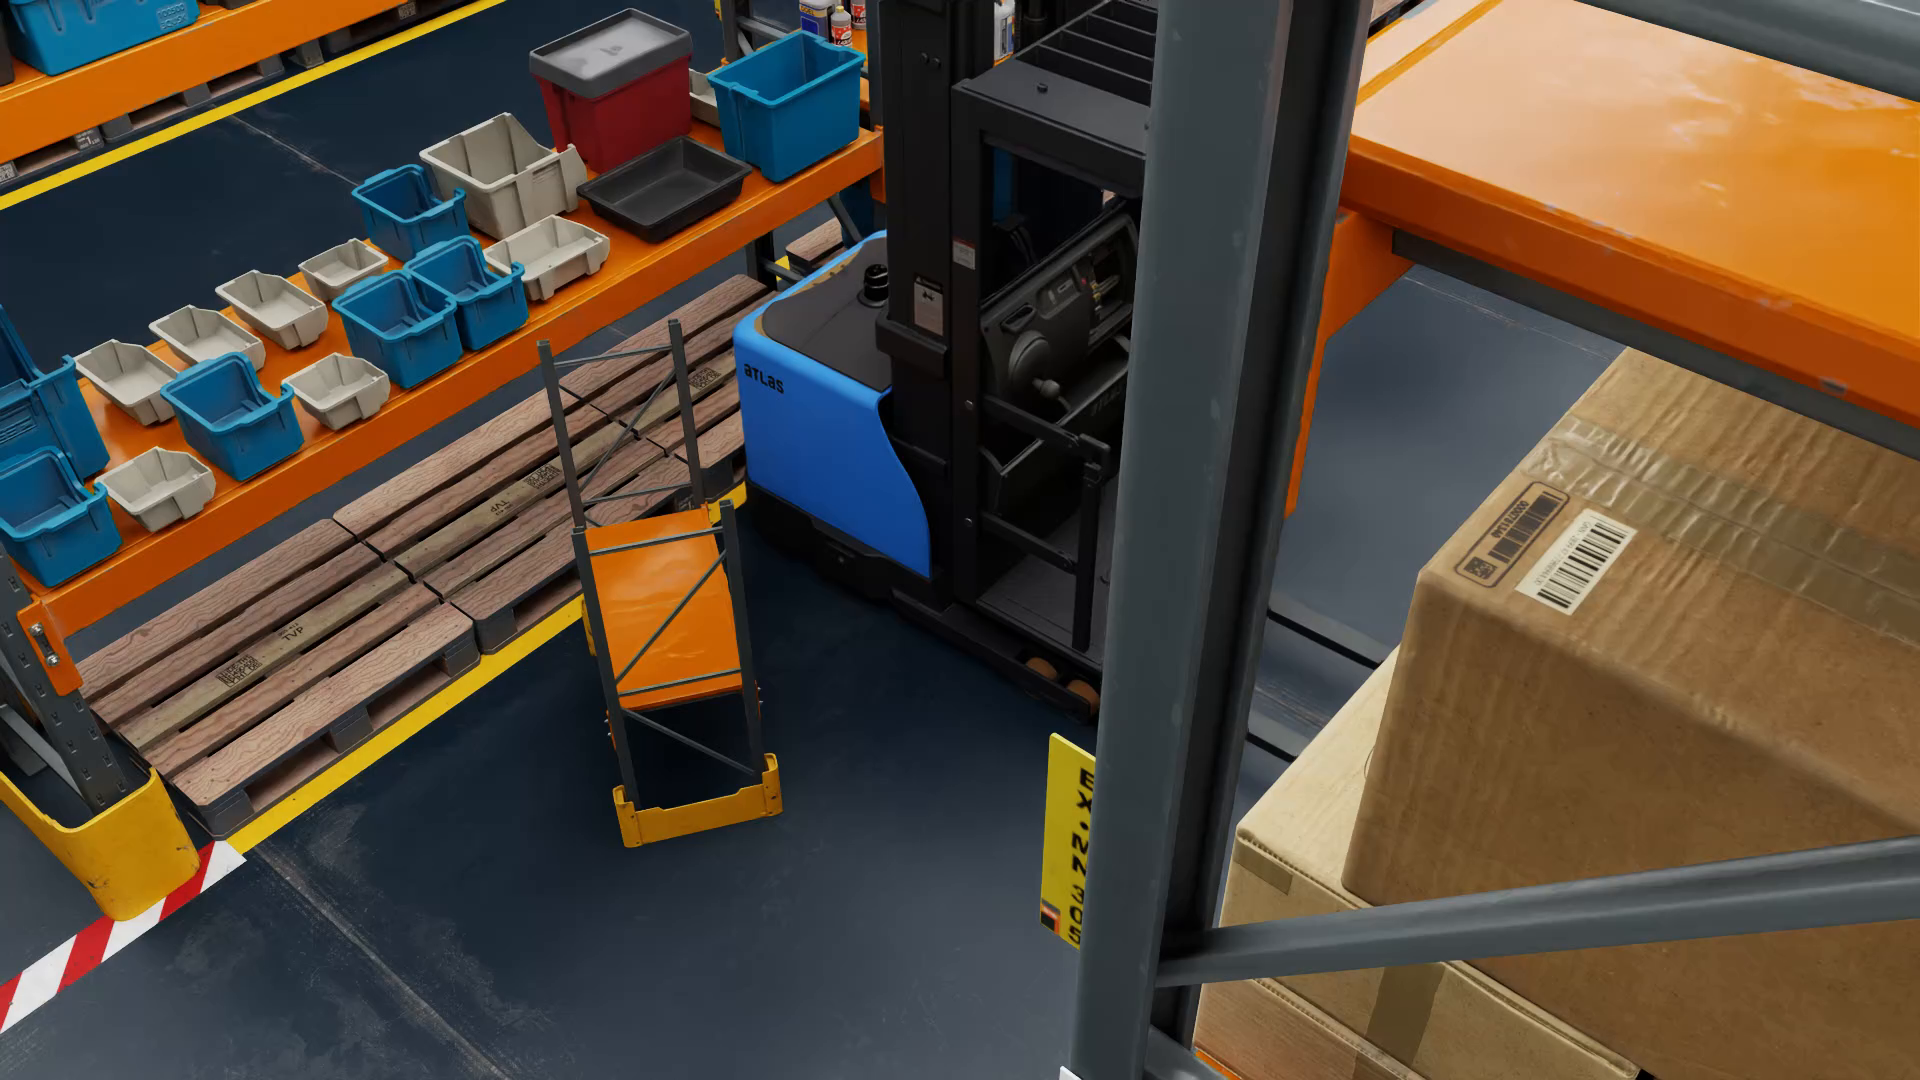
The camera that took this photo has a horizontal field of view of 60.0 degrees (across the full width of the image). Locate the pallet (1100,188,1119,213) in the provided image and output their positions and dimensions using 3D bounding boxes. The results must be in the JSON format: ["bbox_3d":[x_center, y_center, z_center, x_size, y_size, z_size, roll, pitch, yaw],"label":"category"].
[{"bbox_3d":[0.641,-2.160,9.469,1.003,0.211,1.213,29,50,28],"label":"pallet"}]

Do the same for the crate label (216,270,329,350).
[{"bbox_3d":[-2.502,-0.842,6.098,0.396,0.136,0.243,29,50,28],"label":"crate label"}]

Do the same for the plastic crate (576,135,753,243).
[{"bbox_3d":[-1.187,-1.410,6.731,0.437,0.125,0.590,29,50,28],"label":"plastic crate"}]

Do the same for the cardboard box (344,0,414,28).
[{"bbox_3d":[-4.067,-4.034,10.724,1.225,0.875,0.875,30,50,29],"label":"cardboard box"}]

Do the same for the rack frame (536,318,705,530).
[{"bbox_3d":[-1.228,-0.174,6.327,0.500,1.500,0.032,-11,43,-12],"label":"rack frame"}]

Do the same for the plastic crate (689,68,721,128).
[{"bbox_3d":[-1.081,-1.929,7.293,0.396,0.136,0.243,29,50,28],"label":"plastic crate"}]

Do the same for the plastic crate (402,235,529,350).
[{"bbox_3d":[-1.795,-0.900,6.090,0.416,0.233,0.300,29,50,28],"label":"plastic crate"}]

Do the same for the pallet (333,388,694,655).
[{"bbox_3d":[-1.901,-0.124,7.229,1.003,0.211,1.213,29,50,28],"label":"pallet"}]

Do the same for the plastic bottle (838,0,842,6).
[{"bbox_3d":[-0.612,-2.523,7.943,0.097,0.201,0.097,0,42,0],"label":"plastic bottle"}]

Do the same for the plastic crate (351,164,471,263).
[{"bbox_3d":[-2.121,-1.251,6.476,0.416,0.233,0.300,29,50,28],"label":"plastic crate"}]

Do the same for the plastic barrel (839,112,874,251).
[{"bbox_3d":[-0.309,-1.834,8.285,0.600,0.901,0.708,29,50,28],"label":"plastic barrel"}]

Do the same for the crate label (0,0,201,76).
[{"bbox_3d":[-2.406,-1.512,4.564,0.408,0.251,0.502,29,50,28],"label":"crate label"}]

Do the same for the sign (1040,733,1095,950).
[{"bbox_3d":[0.130,0.336,1.763,0.100,0.325,0.005,29,50,28],"label":"sign"}]

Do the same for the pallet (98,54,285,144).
[{"bbox_3d":[-5.013,-2.937,10.323,1.003,0.211,1.213,29,50,28],"label":"pallet"}]

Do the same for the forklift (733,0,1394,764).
[{"bbox_3d":[0.550,-0.782,5.932,3.031,2.935,1.130,28,49,27],"label":"forklift"}]

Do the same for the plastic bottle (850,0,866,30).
[{"bbox_3d":[-0.480,-2.565,7.989,0.097,0.201,0.097,0,42,0],"label":"plastic bottle"}]

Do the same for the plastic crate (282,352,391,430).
[{"bbox_3d":[-2.129,-0.510,5.733,0.250,0.136,0.298,29,50,28],"label":"plastic crate"}]

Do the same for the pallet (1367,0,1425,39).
[{"bbox_3d":[2.430,-3.592,11.043,1.003,0.211,1.213,29,50,28],"label":"pallet"}]

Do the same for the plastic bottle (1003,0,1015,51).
[{"bbox_3d":[0.248,-2.444,7.804,0.097,0.271,0.097,0,42,0],"label":"plastic bottle"}]

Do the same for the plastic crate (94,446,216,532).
[{"bbox_3d":[-2.566,-0.161,5.349,0.250,0.136,0.298,29,50,28],"label":"plastic crate"}]

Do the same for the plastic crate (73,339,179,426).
[{"bbox_3d":[-2.860,-0.545,5.771,0.396,0.136,0.243,29,50,28],"label":"plastic crate"}]

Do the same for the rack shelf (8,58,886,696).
[{"bbox_3d":[-1.960,-0.886,6.529,1.077,0.370,4.000,29,50,28],"label":"rack shelf"}]

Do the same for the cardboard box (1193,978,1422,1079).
[{"bbox_3d":[0.671,0.591,2.252,0.500,0.250,0.500,29,50,28],"label":"cardboard box"}]

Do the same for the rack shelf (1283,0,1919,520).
[{"bbox_3d":[1.829,-0.958,2.152,1.077,0.370,4.000,29,50,28],"label":"rack shelf"}]

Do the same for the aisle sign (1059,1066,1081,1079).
[{"bbox_3d":[0.264,0.965,2.027,0.394,0.787,0.004,29,50,28],"label":"aisle sign"}]

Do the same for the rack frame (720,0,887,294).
[{"bbox_3d":[-0.672,-2.182,7.420,1.000,3.000,0.127,29,50,28],"label":"rack frame"}]

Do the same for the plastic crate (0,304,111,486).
[{"bbox_3d":[-3.174,-0.411,5.401,0.616,0.435,0.499,29,50,28],"label":"plastic crate"}]

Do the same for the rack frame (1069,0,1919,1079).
[{"bbox_3d":[0.542,-0.195,0.776,1.000,3.000,0.127,29,50,28],"label":"rack frame"}]

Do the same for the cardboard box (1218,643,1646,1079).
[{"bbox_3d":[0.678,0.410,2.080,0.500,0.250,0.500,29,50,28],"label":"cardboard box"}]

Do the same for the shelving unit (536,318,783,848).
[{"bbox_3d":[-1.083,0.160,5.959,0.587,1.500,1.083,-11,43,-12],"label":"shelving unit"}]

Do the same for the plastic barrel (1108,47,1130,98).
[{"bbox_3d":[0.873,-2.664,9.430,0.600,0.588,0.708,29,50,28],"label":"plastic barrel"}]

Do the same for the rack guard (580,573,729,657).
[{"bbox_3d":[-1.223,0.301,6.733,0.587,0.250,0.087,-11,43,-12],"label":"rack guard"}]

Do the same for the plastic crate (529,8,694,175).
[{"bbox_3d":[-1.439,-1.877,6.992,0.402,0.464,0.583,29,50,28],"label":"plastic crate"}]
